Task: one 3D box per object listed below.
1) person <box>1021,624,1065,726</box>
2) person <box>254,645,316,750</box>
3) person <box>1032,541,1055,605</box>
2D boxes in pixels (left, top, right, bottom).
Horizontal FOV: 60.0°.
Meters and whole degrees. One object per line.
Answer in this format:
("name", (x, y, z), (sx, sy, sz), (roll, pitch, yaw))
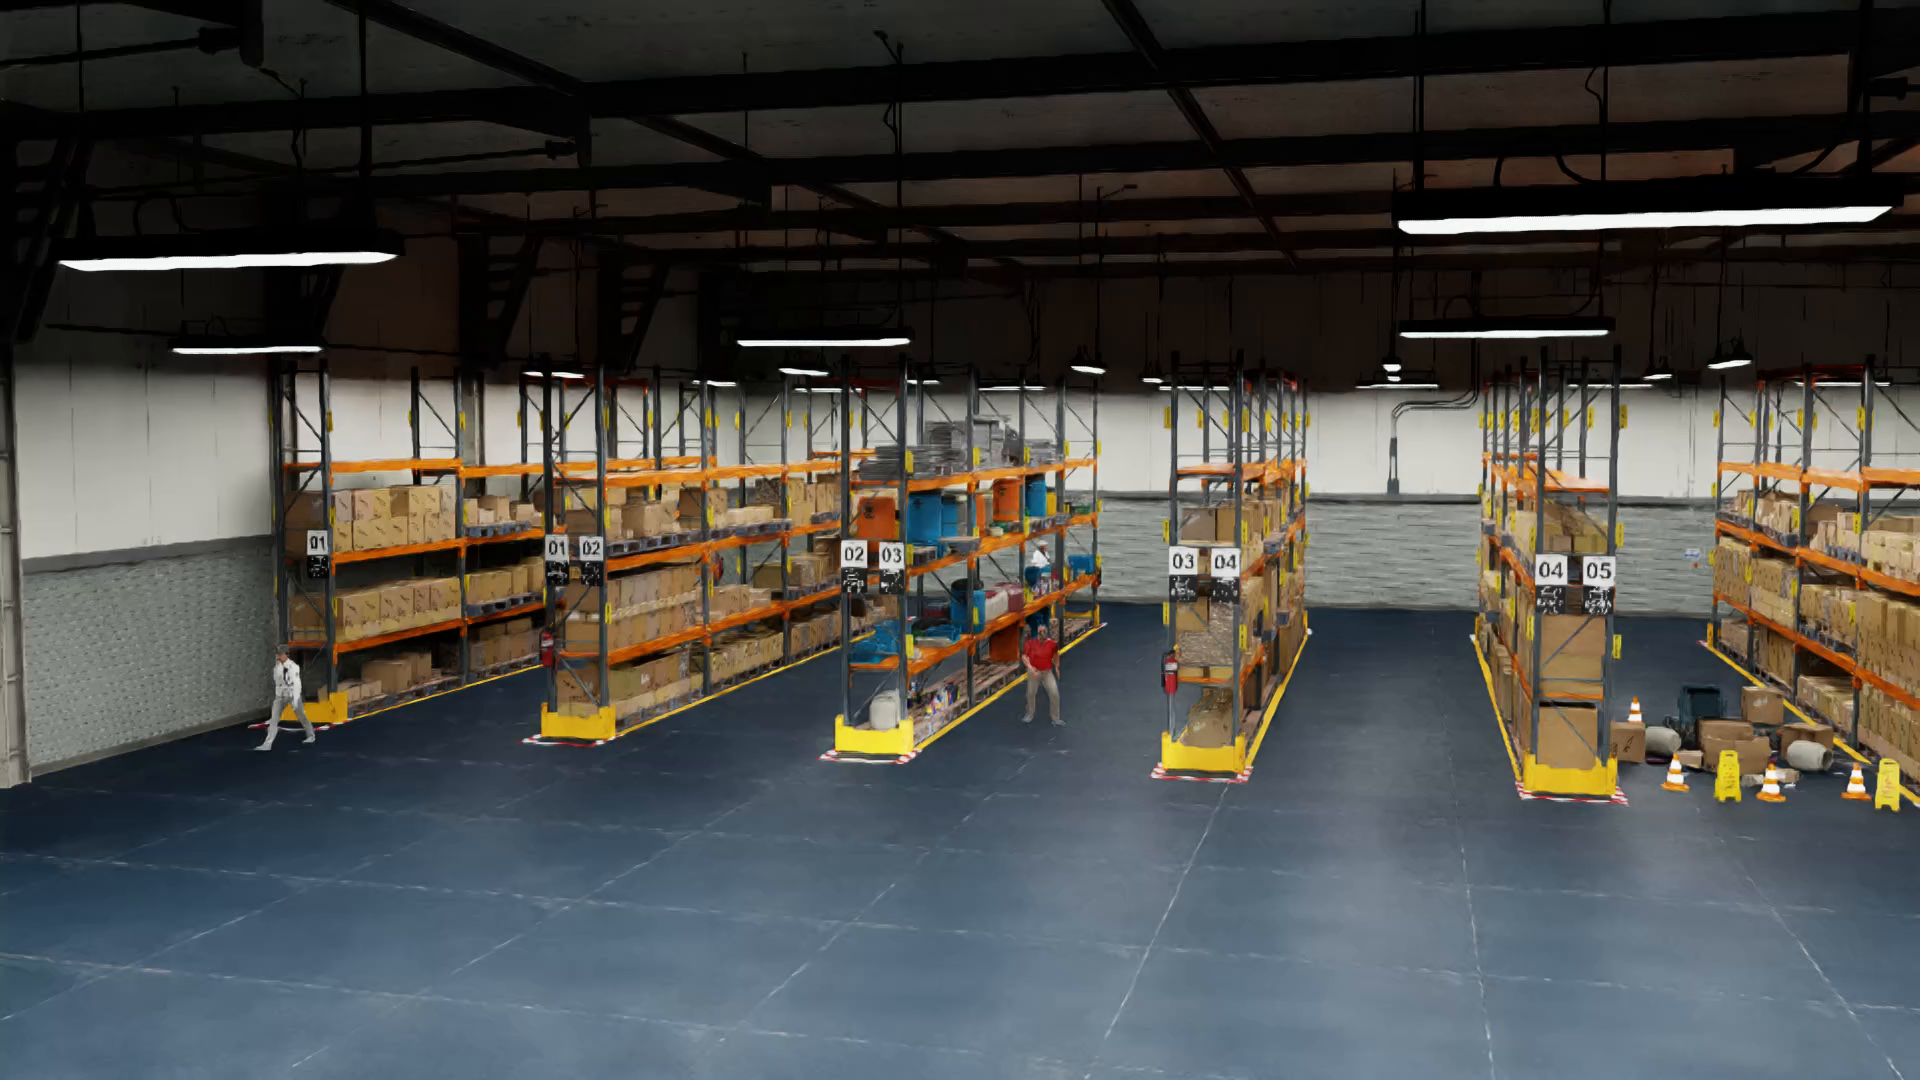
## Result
("person", (1.351, 2.200, 27.348), (0.706, 1.662, 0.827), (0, 4, -3))
("person", (-10.228, 2.366, 25.267), (0.493, 1.586, 1.077), (1, 4, 17))
("person", (2.249, 0.889, 44.823), (0.744, 1.755, 0.568), (-3, 5, -36))
